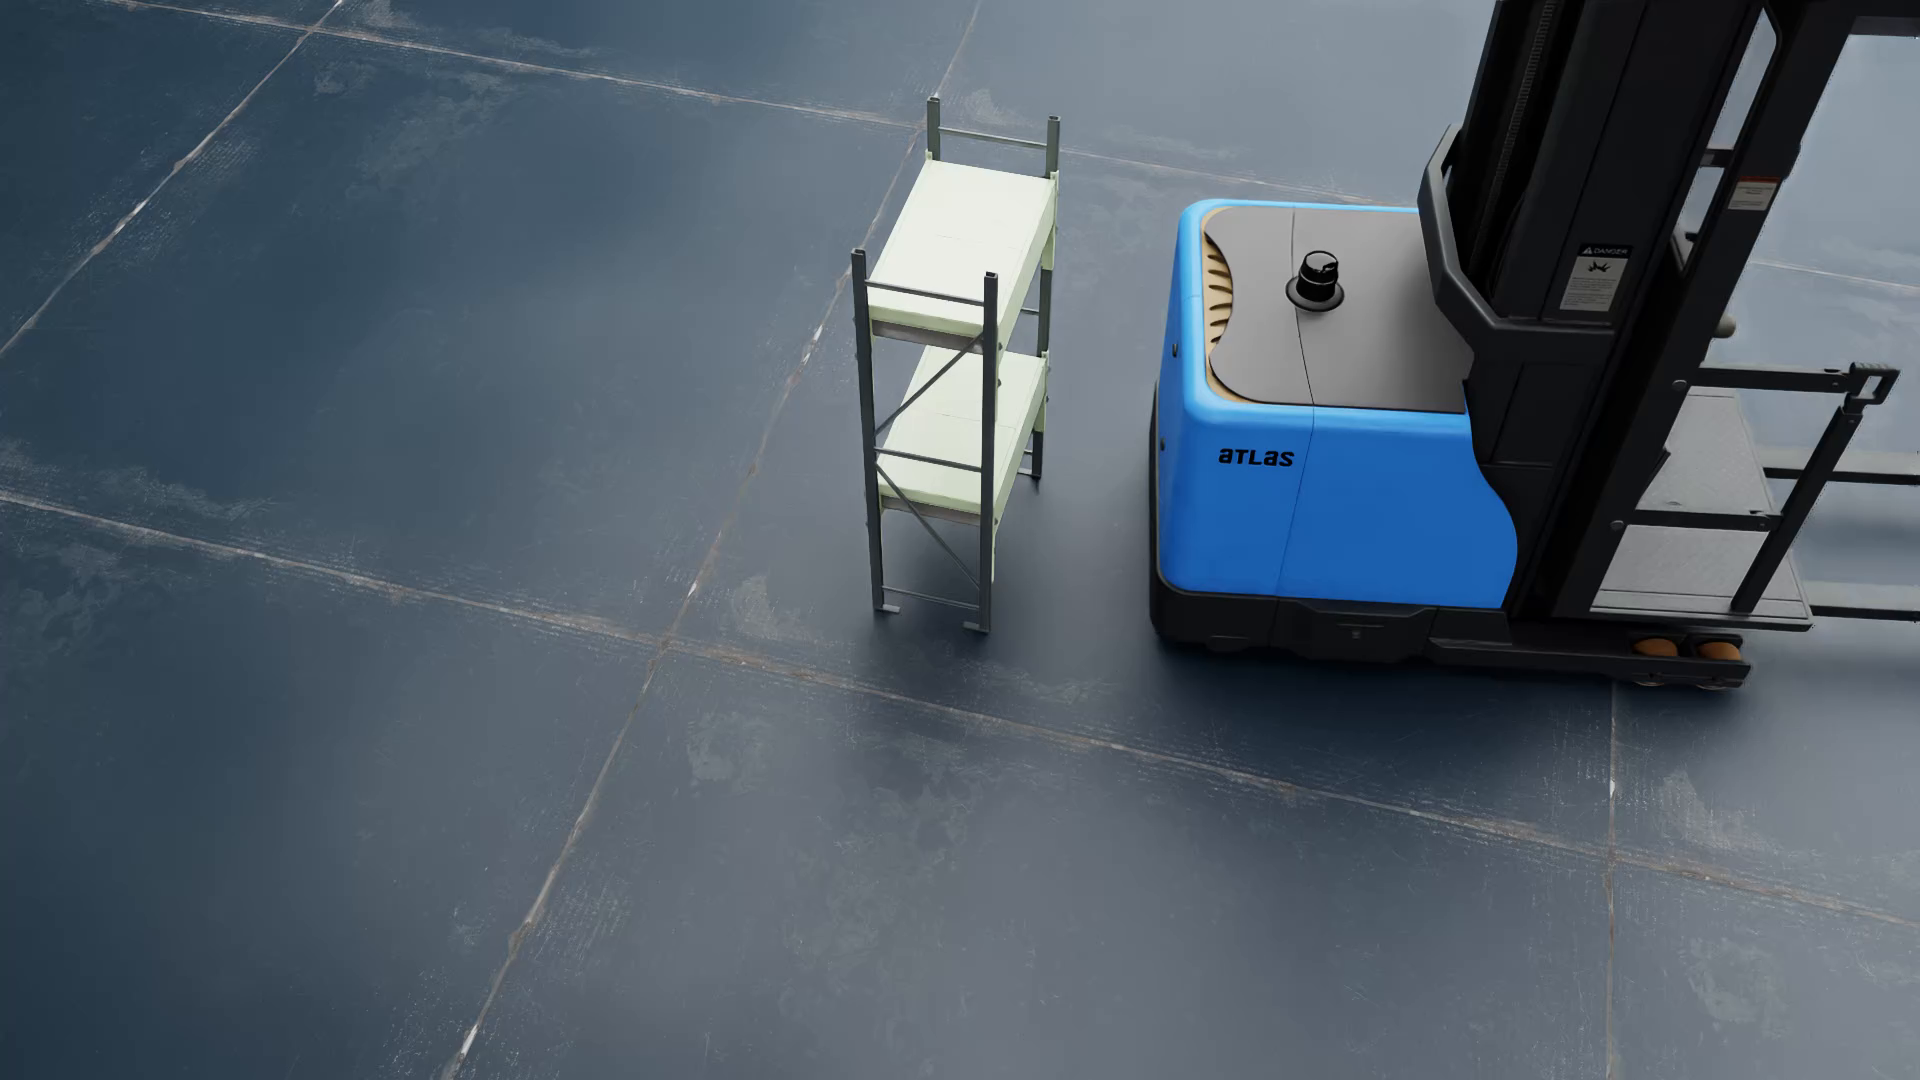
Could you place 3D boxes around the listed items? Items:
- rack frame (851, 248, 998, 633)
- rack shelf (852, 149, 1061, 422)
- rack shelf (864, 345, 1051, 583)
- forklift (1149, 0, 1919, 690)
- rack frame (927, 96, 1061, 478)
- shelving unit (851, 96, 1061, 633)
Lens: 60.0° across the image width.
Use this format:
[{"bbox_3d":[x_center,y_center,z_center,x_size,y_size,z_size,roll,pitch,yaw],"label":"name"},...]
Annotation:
[{"bbox_3d":[-0.095,-0.236,4.958,0.400,1.500,0.023,12,50,10],"label":"rack frame"},{"bbox_3d":[0.002,-0.759,4.899,0.431,0.370,0.720,12,50,10],"label":"rack shelf"},{"bbox_3d":[0.002,-0.285,5.436,0.431,0.370,0.720,12,50,10],"label":"rack shelf"},{"bbox_3d":[2.163,-0.907,4.596,3.031,2.935,1.130,3,49,3],"label":"forklift"},{"bbox_3d":[0.098,-0.766,5.426,0.400,1.500,0.023,12,50,10],"label":"rack frame"},{"bbox_3d":[0.002,-0.501,5.192,0.431,1.500,0.755,12,50,10],"label":"shelving unit"}]
